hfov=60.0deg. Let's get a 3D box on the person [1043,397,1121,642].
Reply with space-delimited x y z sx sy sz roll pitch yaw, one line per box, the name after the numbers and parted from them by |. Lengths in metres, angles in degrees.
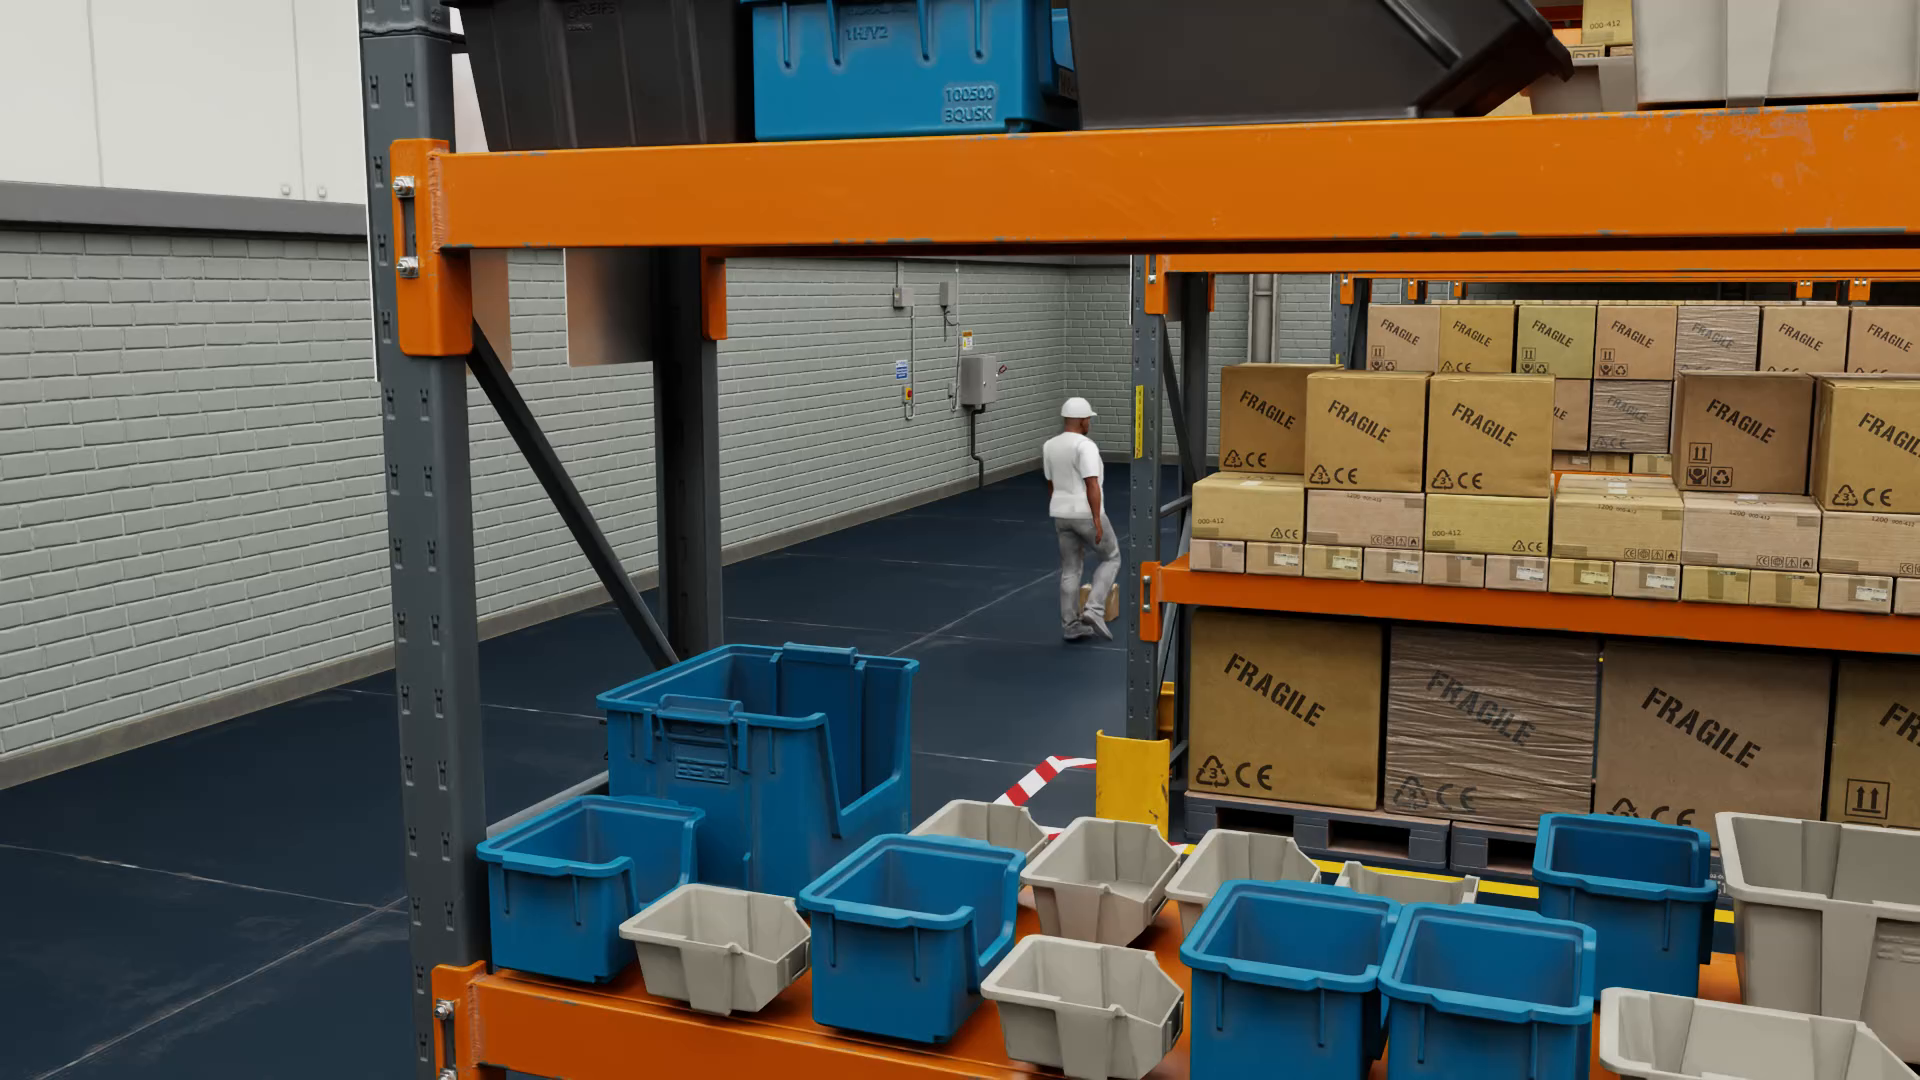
0.892 -0.158 12.249 0.633 1.781 0.474 9 12 44 | person
